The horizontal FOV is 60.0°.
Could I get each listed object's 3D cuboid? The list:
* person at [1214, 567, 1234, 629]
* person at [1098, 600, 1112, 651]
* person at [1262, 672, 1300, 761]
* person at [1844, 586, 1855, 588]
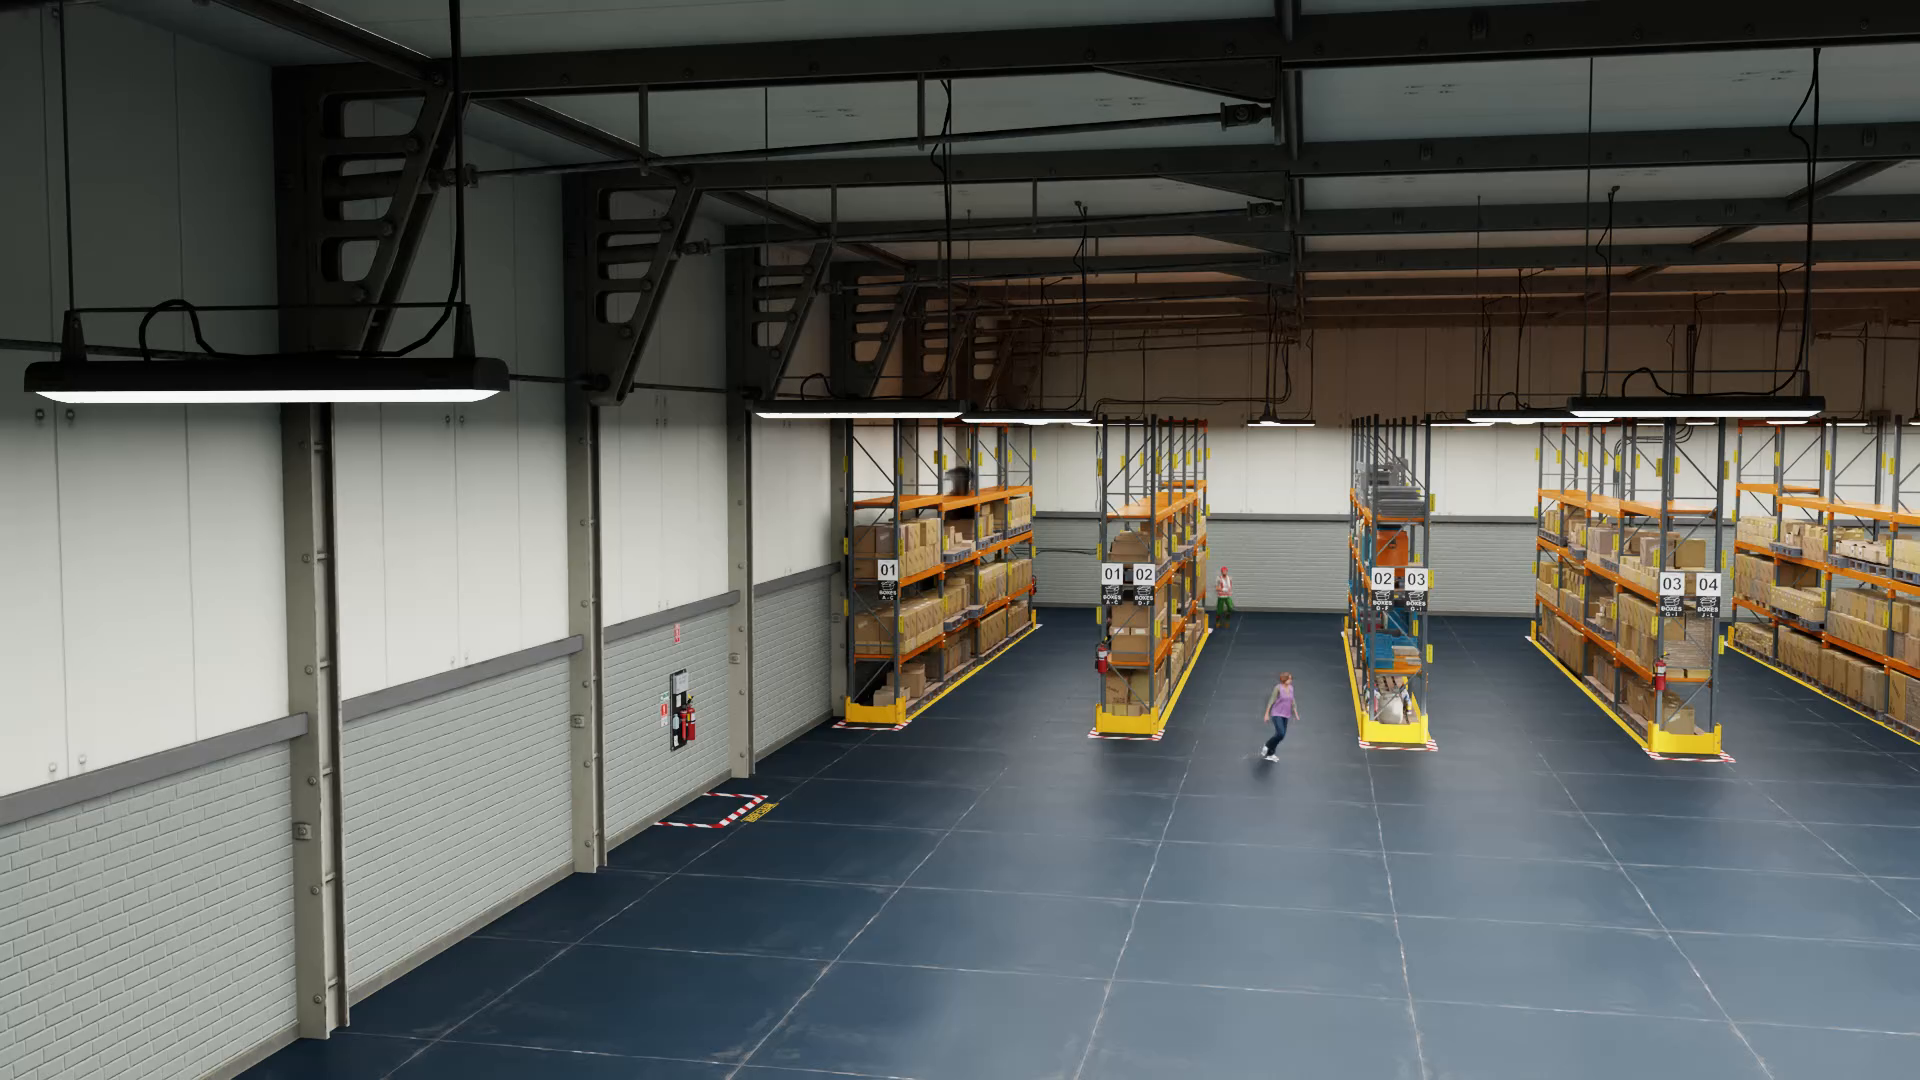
[{"bbox_3d":[7.591,1.657,47.687,0.652,1.800,0.806,-1,4,-18],"label":"person"},{"bbox_3d":[3.795,2.124,42.325,0.722,1.539,1.045,2,4,30],"label":"person"},{"bbox_3d":[5.512,3.036,28.621,0.537,1.569,0.528,-3,5,-35],"label":"person"},{"bbox_3d":[24.686,1.968,45.704,1.009,1.467,0.574,-2,4,-28],"label":"person"}]
